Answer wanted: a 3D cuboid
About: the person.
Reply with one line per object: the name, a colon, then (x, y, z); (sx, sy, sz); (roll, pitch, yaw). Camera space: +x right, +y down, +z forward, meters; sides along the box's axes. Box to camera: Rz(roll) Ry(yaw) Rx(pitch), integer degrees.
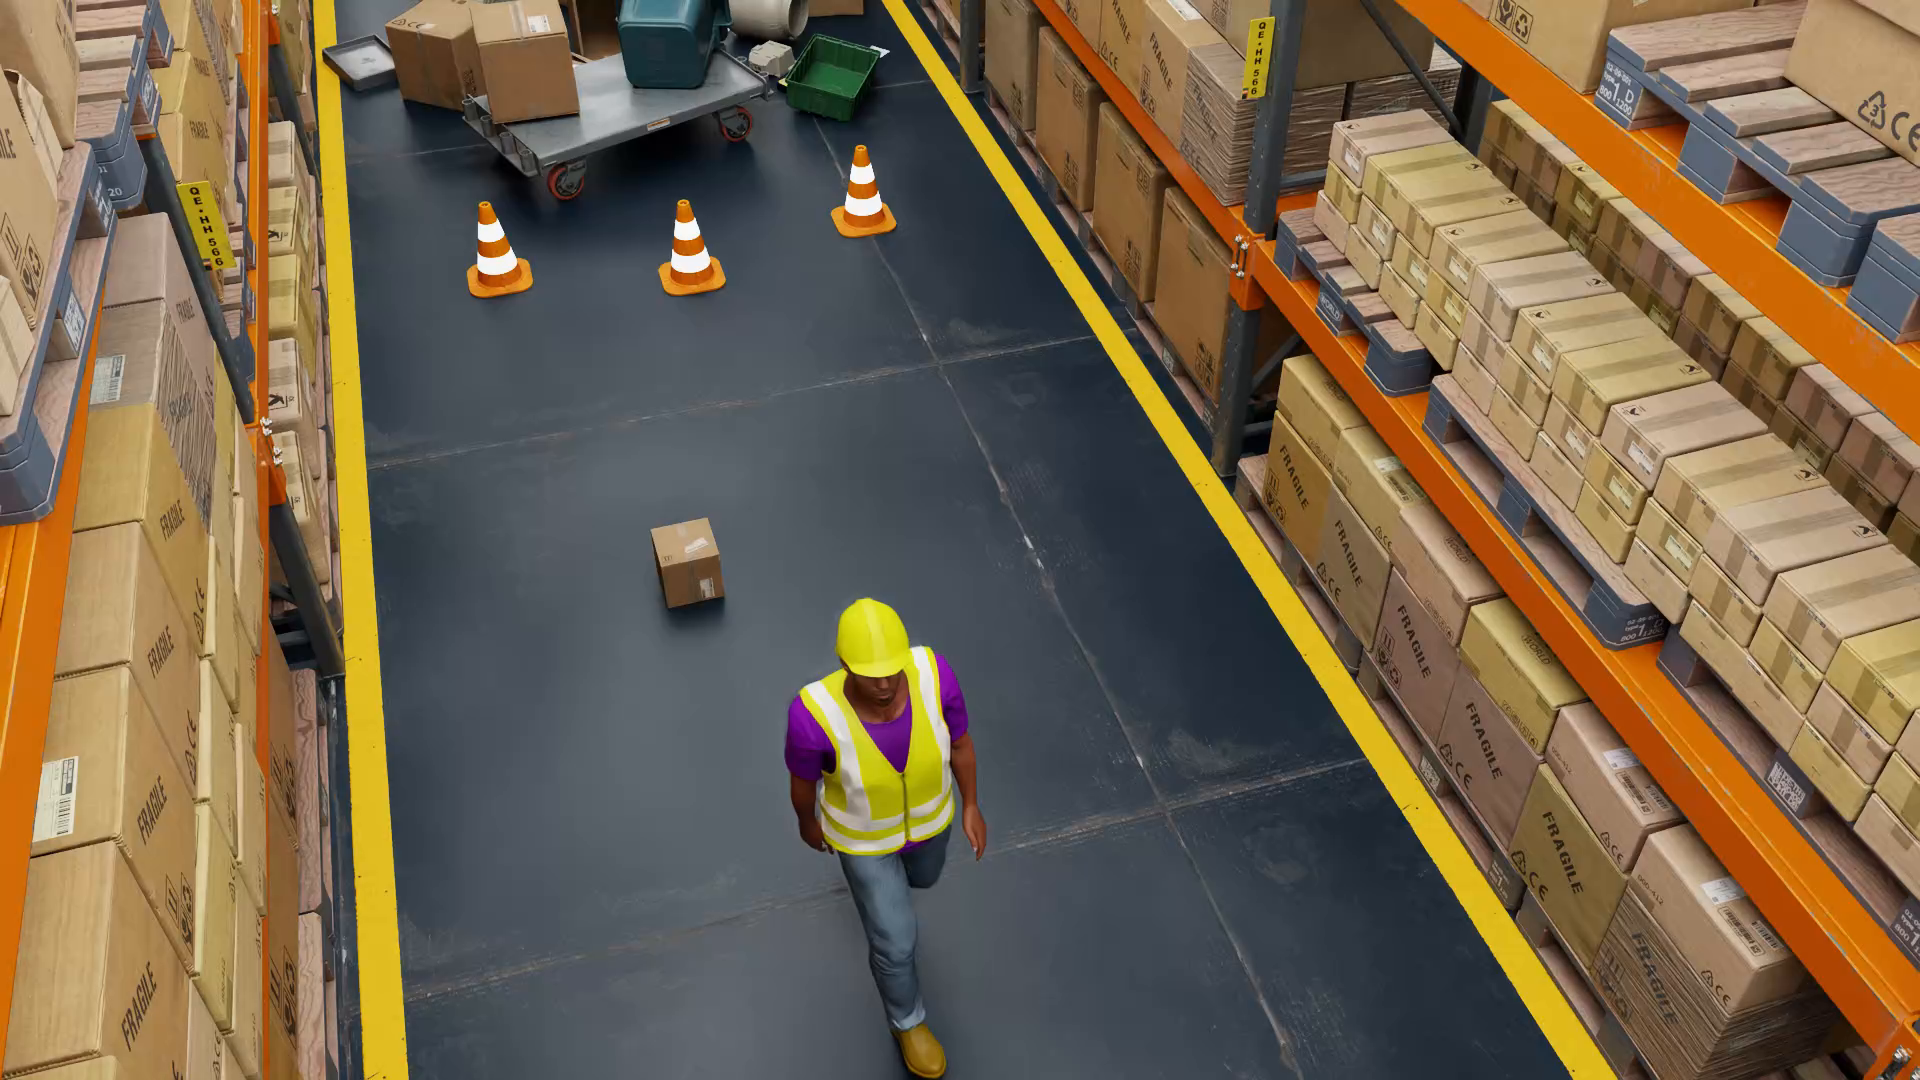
person: (-0.232, 0.839, 5.201); (0.563, 1.730, 0.964); (-20, 46, -21)
